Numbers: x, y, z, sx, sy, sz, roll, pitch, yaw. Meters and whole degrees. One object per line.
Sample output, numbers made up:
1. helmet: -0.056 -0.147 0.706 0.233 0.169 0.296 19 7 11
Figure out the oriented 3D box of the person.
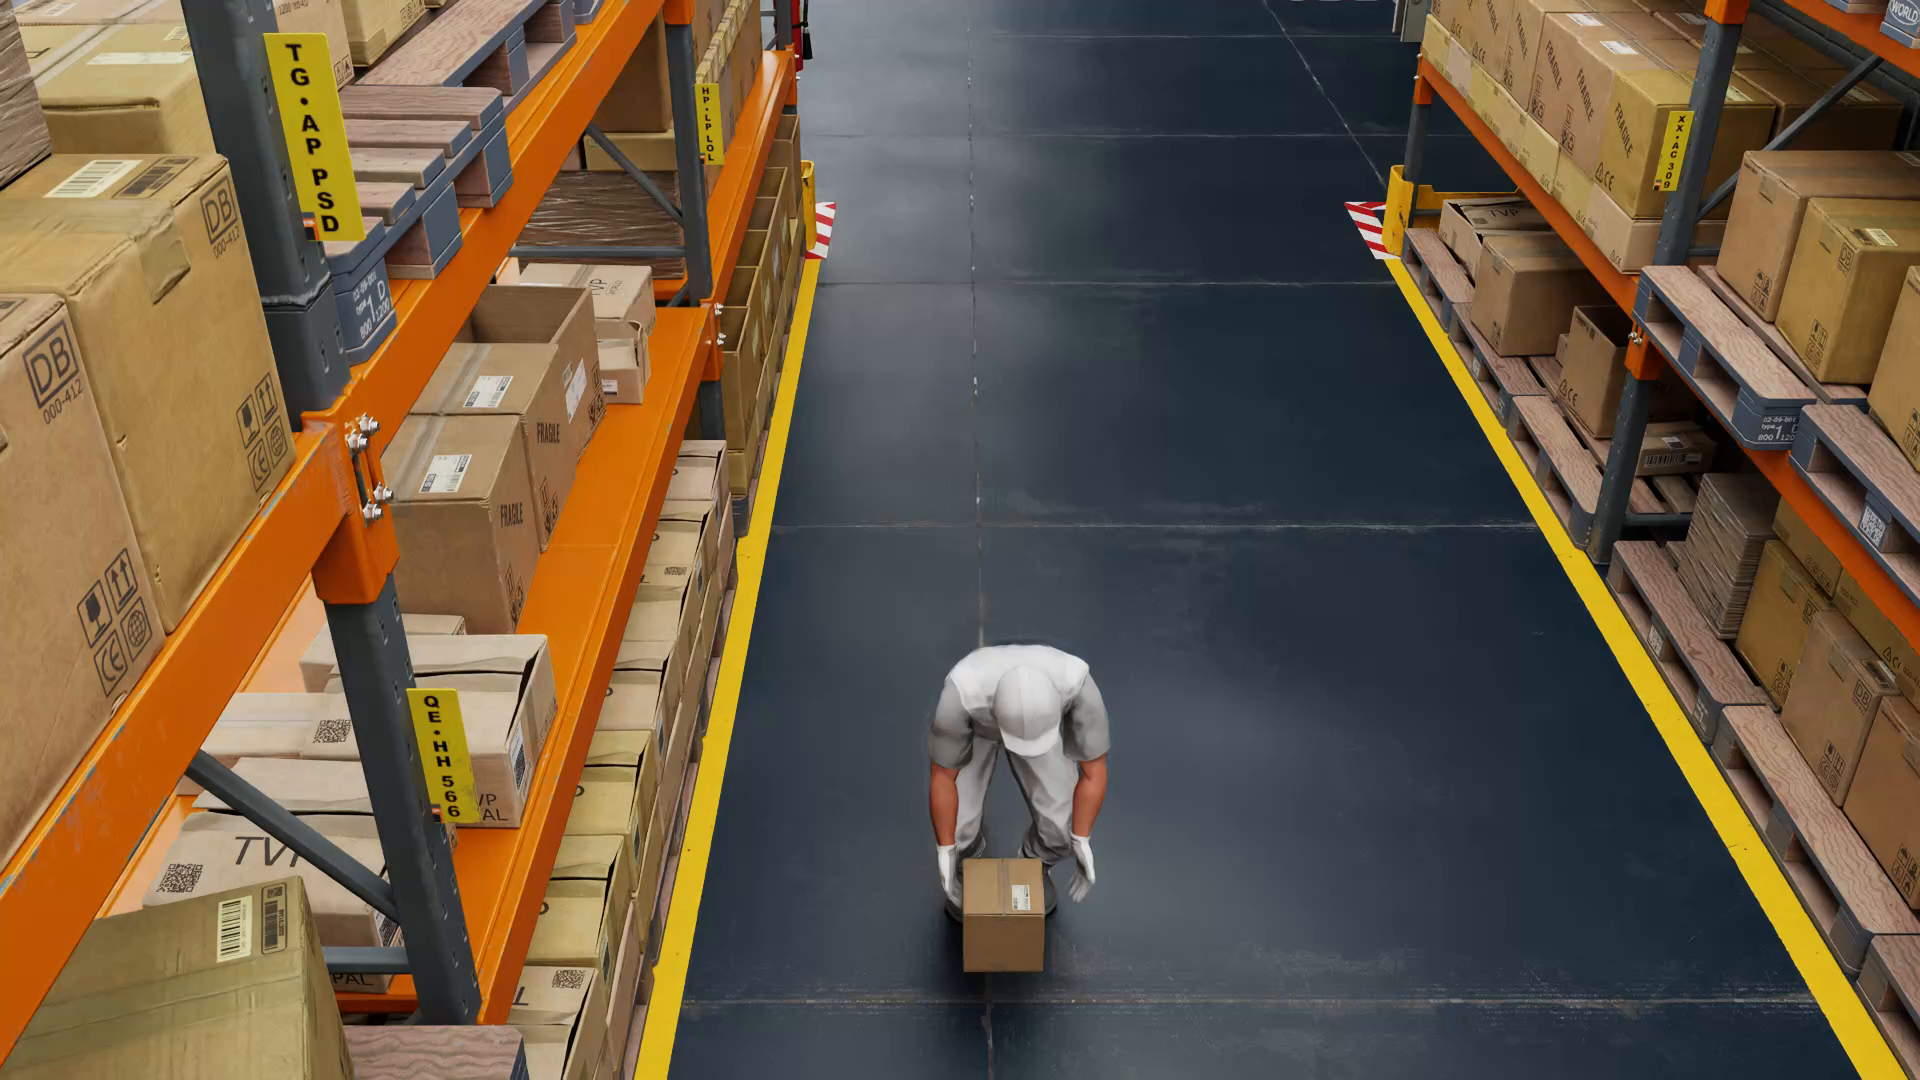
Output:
1. person: 0.184 0.749 5.435 0.581 1.212 0.839 0 31 0
